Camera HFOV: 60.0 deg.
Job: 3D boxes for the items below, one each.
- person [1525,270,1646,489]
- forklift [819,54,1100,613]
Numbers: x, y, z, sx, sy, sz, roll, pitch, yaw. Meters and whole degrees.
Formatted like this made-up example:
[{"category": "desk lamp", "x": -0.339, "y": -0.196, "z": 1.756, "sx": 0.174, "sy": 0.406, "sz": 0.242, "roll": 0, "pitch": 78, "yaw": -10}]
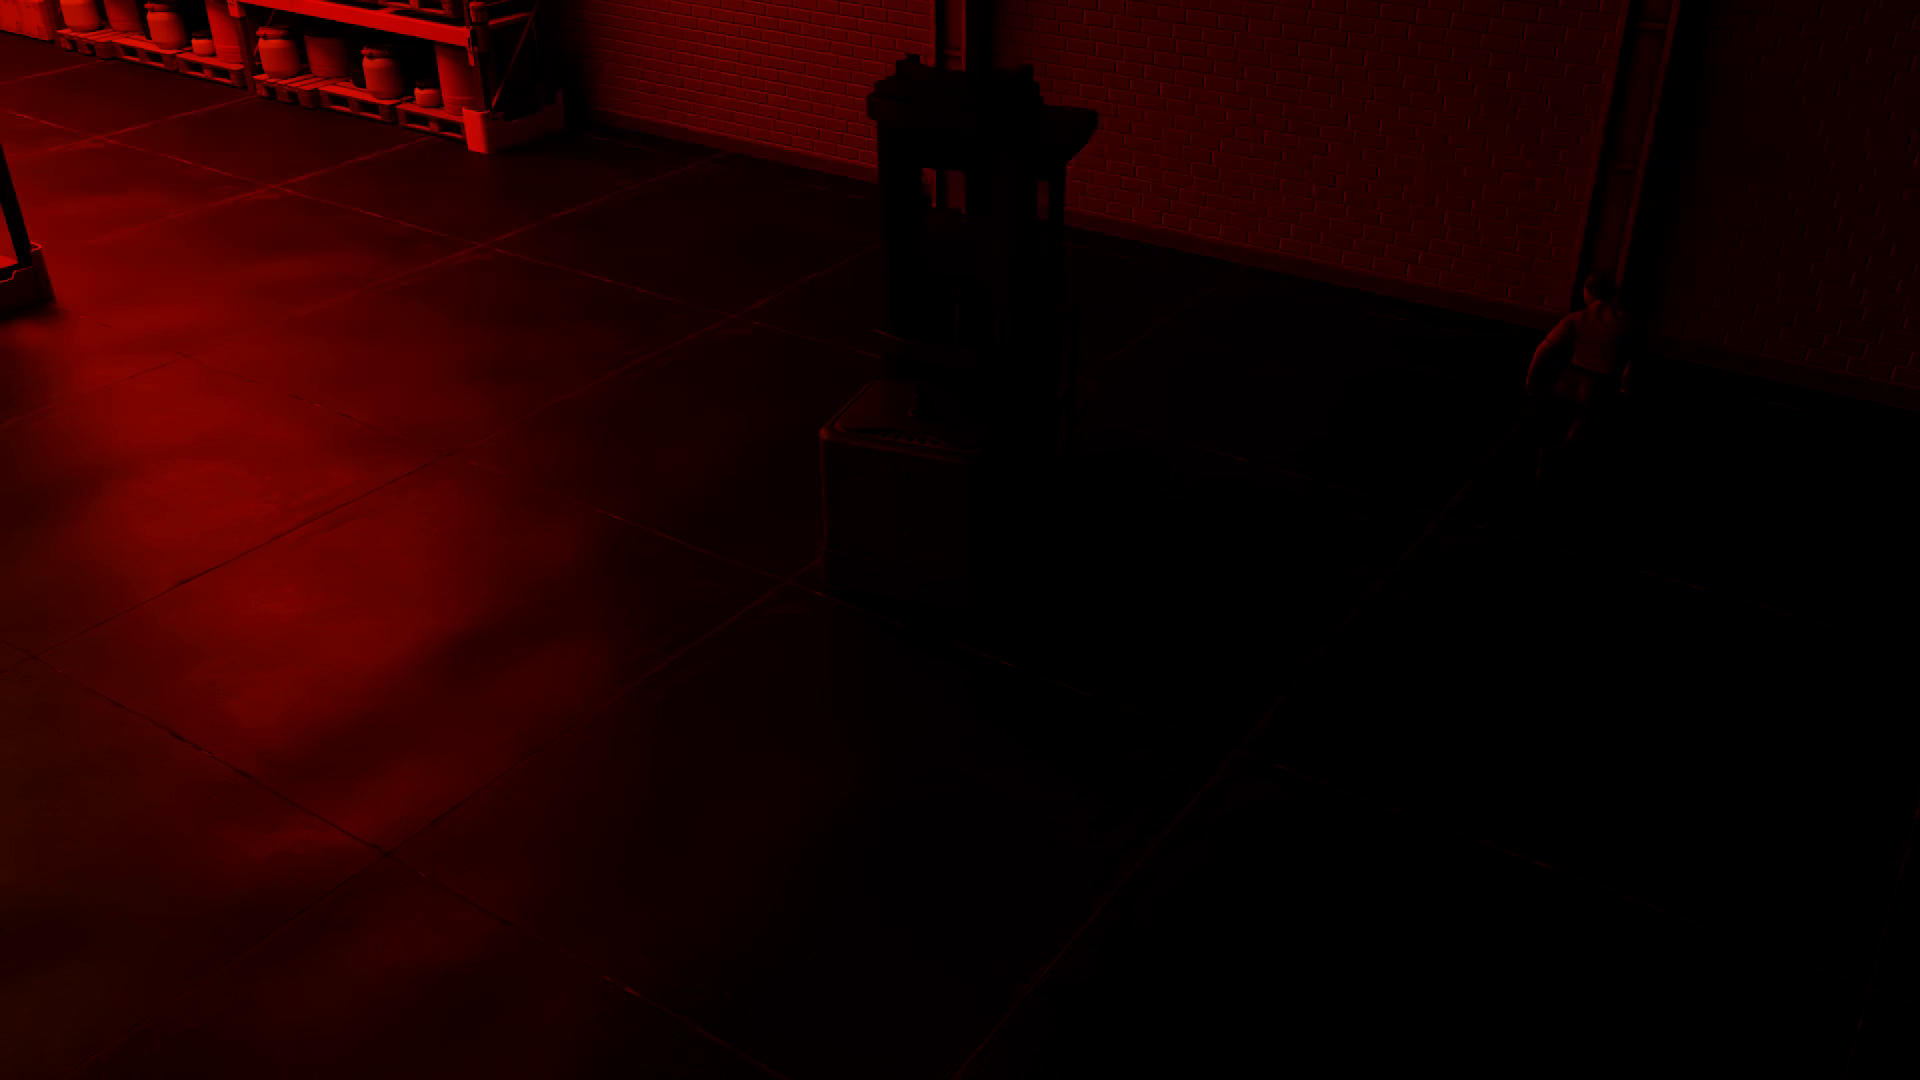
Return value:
[{"category": "person", "x": 4.053, "y": -1.044, "z": 10.915, "sx": 0.760, "sy": 1.431, "sz": 0.601, "roll": -25, "pitch": 38, "yaw": -36}, {"category": "forklift", "x": 0.168, "y": -1.570, "z": 10.284, "sx": 1.130, "sy": 2.935, "sz": 3.031, "roll": 11, "pitch": 32, "yaw": 18}]
